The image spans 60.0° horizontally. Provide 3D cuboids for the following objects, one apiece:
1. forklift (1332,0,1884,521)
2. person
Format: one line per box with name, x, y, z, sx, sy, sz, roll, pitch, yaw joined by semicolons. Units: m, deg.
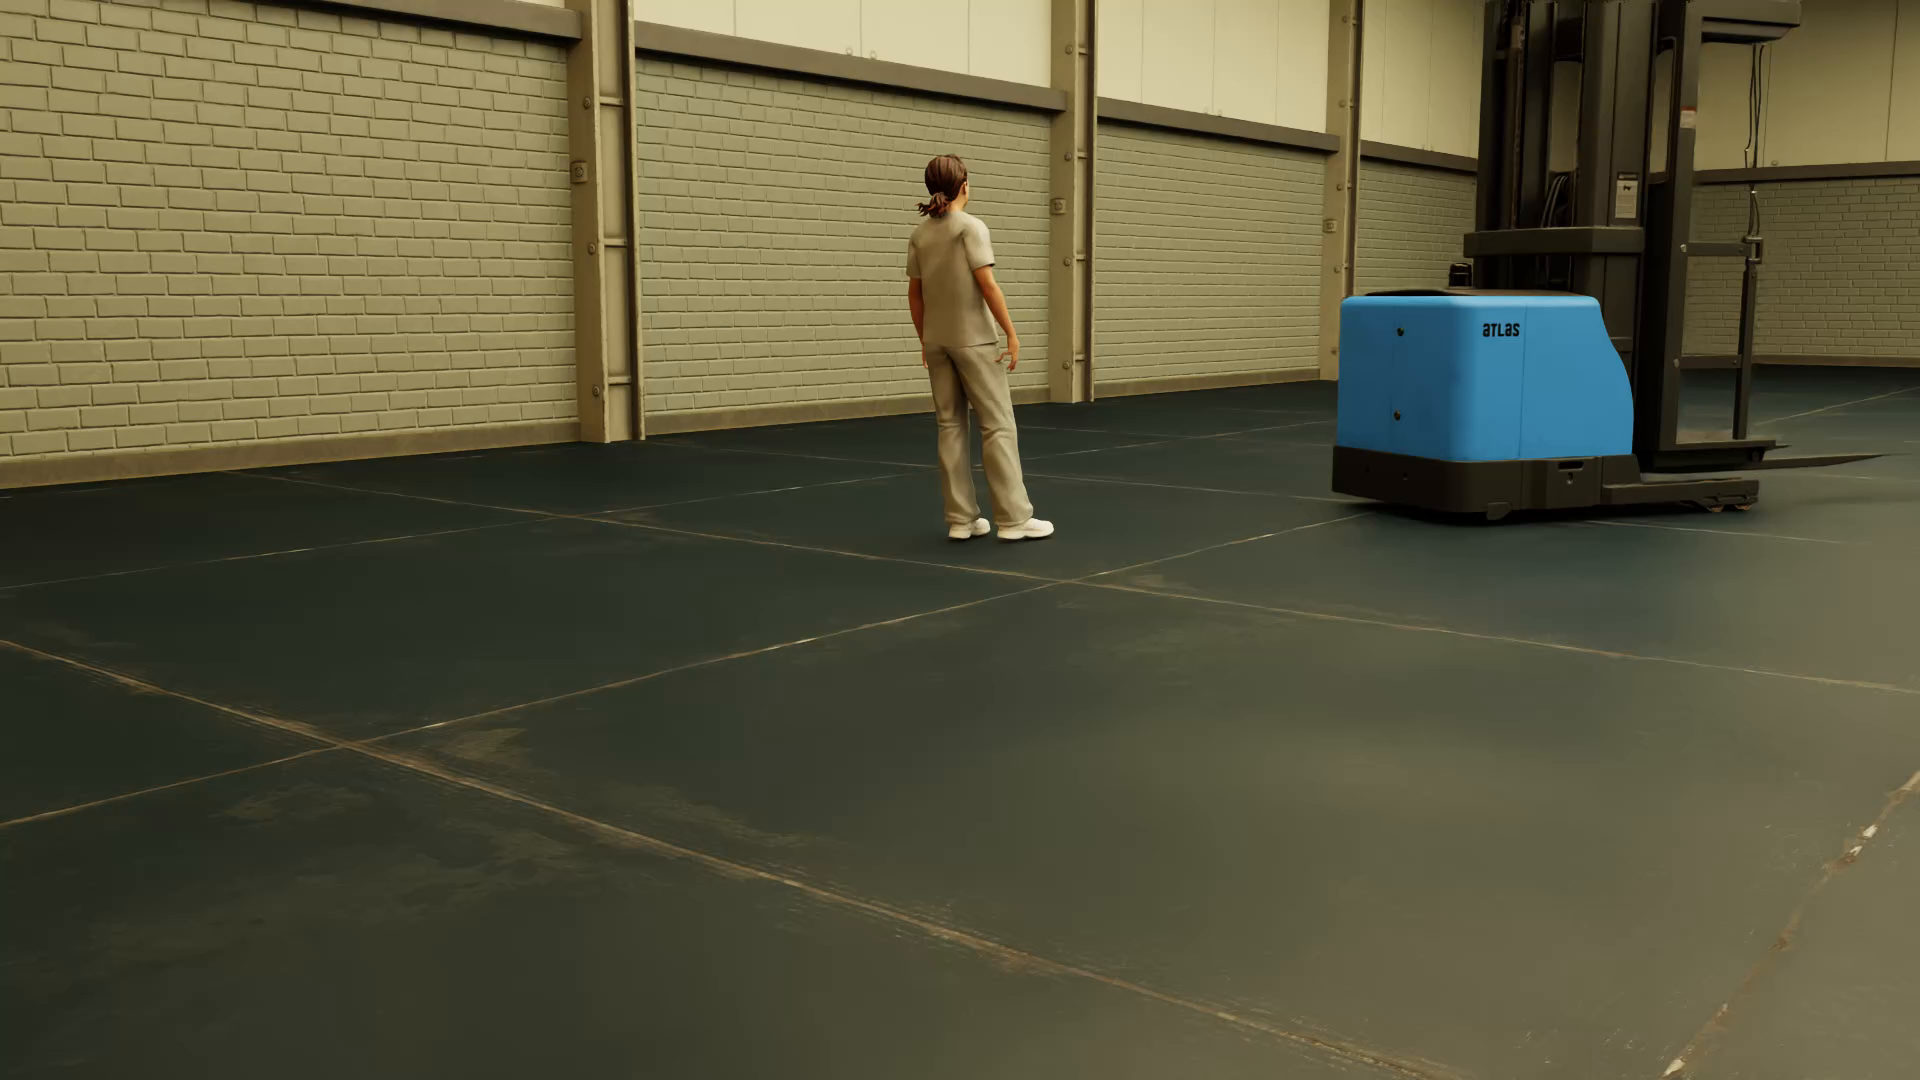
forklift;3.499;-1.654;8.584;3.031;2.935;1.130;-3;9;-22
person;0.057;-0.844;7.331;0.549;1.673;0.548;7;11;38
